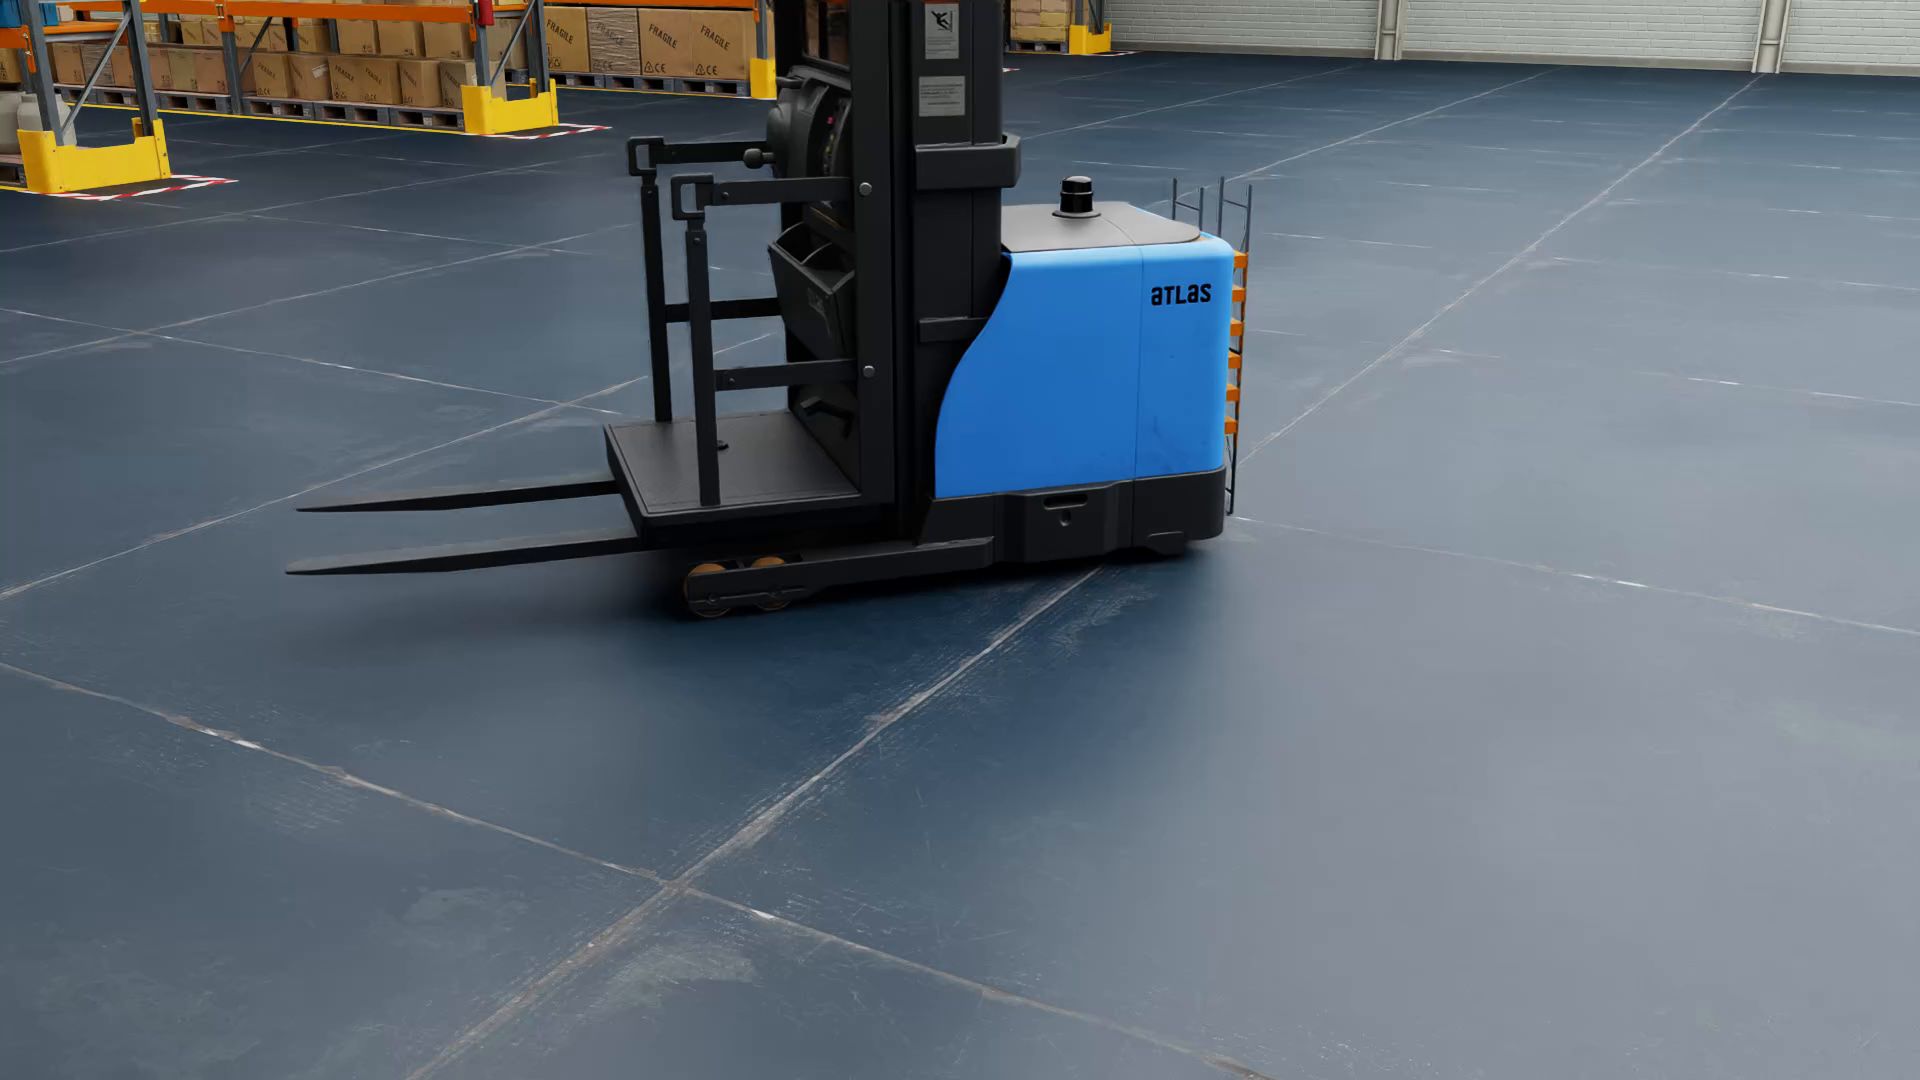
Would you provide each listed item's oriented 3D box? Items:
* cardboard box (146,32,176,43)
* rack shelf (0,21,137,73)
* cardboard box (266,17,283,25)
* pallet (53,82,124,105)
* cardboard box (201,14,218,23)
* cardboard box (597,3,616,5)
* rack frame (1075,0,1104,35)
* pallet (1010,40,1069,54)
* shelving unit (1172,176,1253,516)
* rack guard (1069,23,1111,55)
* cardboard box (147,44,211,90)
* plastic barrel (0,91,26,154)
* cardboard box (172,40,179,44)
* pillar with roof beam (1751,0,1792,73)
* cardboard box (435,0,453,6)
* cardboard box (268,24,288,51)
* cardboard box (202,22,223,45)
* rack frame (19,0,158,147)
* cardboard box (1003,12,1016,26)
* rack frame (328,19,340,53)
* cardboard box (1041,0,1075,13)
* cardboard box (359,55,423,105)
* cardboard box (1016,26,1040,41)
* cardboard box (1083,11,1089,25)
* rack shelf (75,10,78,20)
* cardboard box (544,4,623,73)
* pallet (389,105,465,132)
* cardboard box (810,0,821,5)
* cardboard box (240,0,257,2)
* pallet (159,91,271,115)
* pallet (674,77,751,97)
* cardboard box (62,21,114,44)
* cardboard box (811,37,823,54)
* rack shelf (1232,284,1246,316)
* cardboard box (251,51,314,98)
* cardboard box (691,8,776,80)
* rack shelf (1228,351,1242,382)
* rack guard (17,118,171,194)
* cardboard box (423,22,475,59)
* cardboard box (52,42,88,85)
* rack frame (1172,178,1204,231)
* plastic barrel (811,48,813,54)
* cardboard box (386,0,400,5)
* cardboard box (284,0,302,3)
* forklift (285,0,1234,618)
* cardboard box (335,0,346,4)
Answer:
[{"bbox_3d":[-13.283,-8.361,27.646,0.250,0.149,0.380,11,23,28],"label":"cardboard box"},{"bbox_3d":[-9.045,-4.471,14.847,4.000,0.370,1.077,11,23,27],"label":"rack shelf"},{"bbox_3d":[-10.532,-8.233,26.112,0.500,0.250,0.500,11,23,28],"label":"cardboard box"},{"bbox_3d":[-11.187,-5.840,21.656,1.213,0.211,1.003,11,23,27],"label":"pallet"},{"bbox_3d":[-11.871,-8.492,26.828,0.500,0.250,0.500,11,23,29],"label":"cardboard box"},{"bbox_3d":[-7.327,-11.165,35.295,0.500,0.500,0.500,10,22,27],"label":"cardboard box"},{"bbox_3d":[2.367,-10.380,30.081,0.127,3.000,1.000,11,23,27],"label":"rack frame"},{"bbox_3d":[1.678,-9.184,30.873,1.213,0.211,1.003,11,23,27],"label":"pallet"},{"bbox_3d":[0.879,-0.684,5.990,0.189,1.200,0.258,-6,21,-17],"label":"shelving unit"},{"bbox_3d":[2.387,-9.201,30.496,0.348,0.500,1.175,11,23,27],"label":"rack guard"},{"bbox_3d":[-9.797,-5.935,20.847,0.500,0.500,0.700,9,22,23],"label":"cardboard box"},{"bbox_3d":[-8.349,-3.675,14.629,0.421,0.512,0.421,0,20,0],"label":"plastic barrel"},{"bbox_3d":[-13.246,-8.464,28.366,0.250,0.149,0.380,12,23,29],"label":"cardboard box"},{"bbox_3d":[10.575,-10.307,21.082,0.400,9.000,9.100,11,23,27],"label":"pillar with roof beam"},{"bbox_3d":[-5.451,-5.861,17.992,0.250,0.149,0.380,11,23,27],"label":"cardboard box"},{"bbox_3d":[-10.514,-7.883,26.248,0.500,0.500,0.500,12,23,29],"label":"cardboard box"},{"bbox_3d":[-11.875,-8.140,26.955,0.500,0.500,0.500,12,23,30],"label":"cardboard box"},{"bbox_3d":[-7.299,-4.477,13.808,0.127,3.000,1.000,11,23,27],"label":"rack frame"},{"bbox_3d":[0.896,-9.674,30.818,0.500,0.250,0.500,10,22,26],"label":"cardboard box"},{"bbox_3d":[-9.361,-8.741,25.565,0.127,3.000,1.000,11,23,27],"label":"rack frame"},{"bbox_3d":[1.812,-9.738,30.263,0.500,0.250,0.500,12,23,29],"label":"cardboard box"},{"bbox_3d":[-6.497,-5.281,19.076,0.500,0.500,0.500,13,24,32],"label":"cardboard box"},{"bbox_3d":[1.373,-9.354,30.670,0.500,0.250,0.500,11,23,27],"label":"cardboard box"},{"bbox_3d":[2.057,-9.660,30.779,0.500,0.250,0.500,11,23,28],"label":"cardboard box"},{"bbox_3d":[-13.614,-7.276,22.580,4.000,0.370,1.077,11,23,27],"label":"rack shelf"},{"bbox_3d":[-5.354,-7.149,23.676,0.875,0.875,0.875,11,23,28],"label":"cardboard box"},{"bbox_3d":[-5.642,-4.799,18.784,1.213,0.211,1.003,11,23,27],"label":"pallet"},{"bbox_3d":[-2.394,-8.783,27.045,0.250,0.149,0.380,12,23,30],"label":"cardboard box"},{"bbox_3d":[-8.123,-6.328,19.279,0.250,0.149,0.380,11,23,27],"label":"cardboard box"},{"bbox_3d":[-9.056,-5.435,20.538,1.213,0.211,1.003,11,23,27],"label":"pallet"},{"bbox_3d":[-3.113,-6.210,22.675,1.213,0.211,1.003,11,23,27],"label":"pallet"},{"bbox_3d":[-11.269,-6.563,21.481,0.500,0.250,0.500,12,23,29],"label":"cardboard box"},{"bbox_3d":[-2.224,-8.120,27.268,0.500,0.250,0.500,10,22,27],"label":"cardboard box"},{"bbox_3d":[0.879,-0.867,5.923,0.180,0.103,0.258,-6,21,-17],"label":"rack shelf"},{"bbox_3d":[-8.046,-5.560,19.845,0.500,0.500,0.500,10,22,26],"label":"cardboard box"},{"bbox_3d":[-3.001,-6.703,22.444,0.875,0.875,0.875,11,23,28],"label":"cardboard box"},{"bbox_3d":[0.879,-0.642,6.005,0.180,0.103,0.258,-6,21,-17],"label":"rack shelf"},{"bbox_3d":[-7.389,-3.300,14.230,0.348,0.500,1.175,11,23,27],"label":"rack guard"},{"bbox_3d":[-7.295,-7.454,24.699,0.750,0.750,1.050,11,23,27],"label":"cardboard box"},{"bbox_3d":[-11.273,-6.208,21.601,0.500,0.500,0.700,10,22,24],"label":"cardboard box"},{"bbox_3d":[0.792,-0.674,5.964,0.006,1.200,0.240,-6,21,-17],"label":"rack frame"},{"bbox_3d":[-2.593,-7.583,26.150,0.512,0.421,0.421,-7,21,-20],"label":"plastic barrel"},{"bbox_3d":[-6.104,-5.987,18.340,0.250,0.149,0.380,11,23,27],"label":"cardboard box"},{"bbox_3d":[-7.470,-6.202,18.932,0.250,0.149,0.380,11,23,27],"label":"cardboard box"},{"bbox_3d":[-0.666,-1.337,5.252,3.031,2.935,1.130,-6,21,-17],"label":"forklift"},{"bbox_3d":[-6.779,-6.100,18.650,0.250,0.149,0.380,11,23,27],"label":"cardboard box"}]
